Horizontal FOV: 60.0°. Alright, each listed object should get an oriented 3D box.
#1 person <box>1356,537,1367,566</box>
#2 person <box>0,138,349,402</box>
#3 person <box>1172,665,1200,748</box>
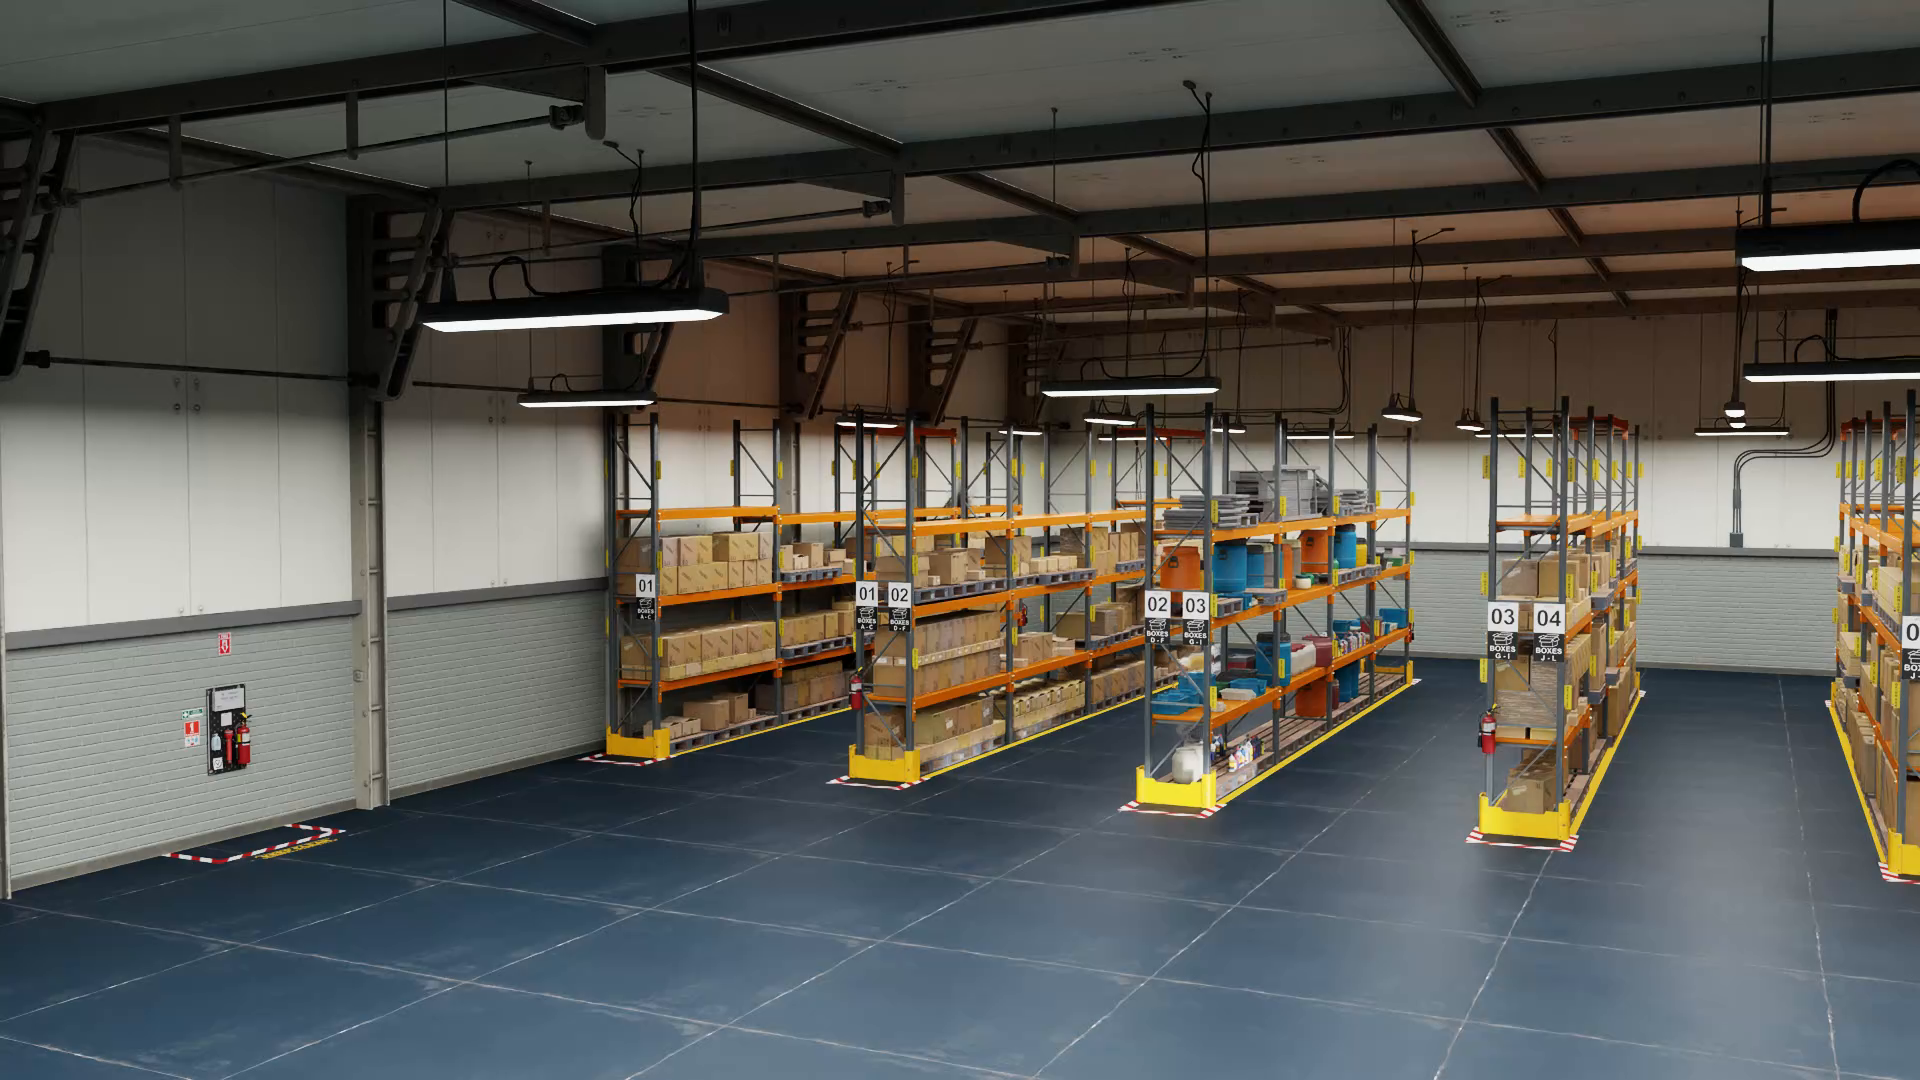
[{"bbox_3d":[14.698,1.536,29.140,16.942,2.704,6.146,1,3,22],"label":"person"},{"bbox_3d":[3.838,-0.542,24.927,26.254,9.003,19.394,1,2,16],"label":"person"},{"bbox_3d":[4.084,2.960,29.651,0.640,1.660,0.759,-1,3,-20],"label":"person"}]
